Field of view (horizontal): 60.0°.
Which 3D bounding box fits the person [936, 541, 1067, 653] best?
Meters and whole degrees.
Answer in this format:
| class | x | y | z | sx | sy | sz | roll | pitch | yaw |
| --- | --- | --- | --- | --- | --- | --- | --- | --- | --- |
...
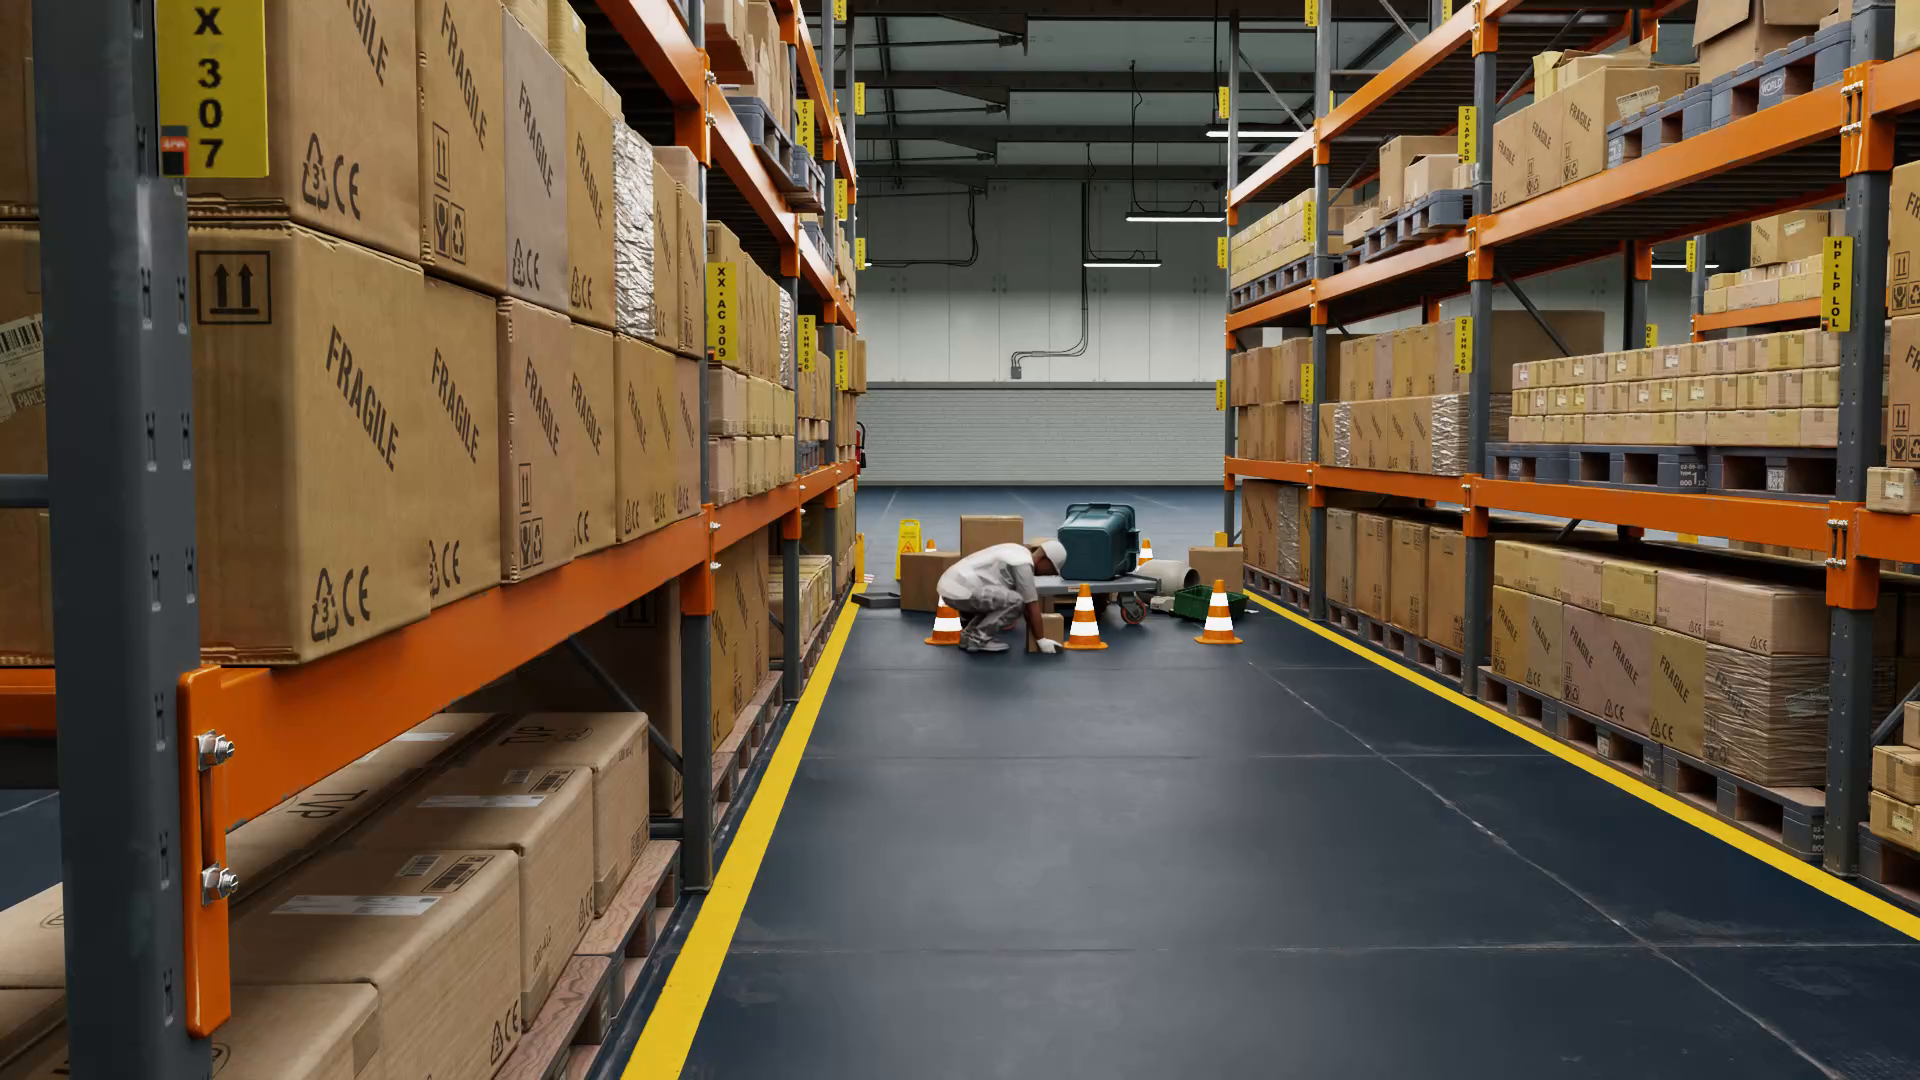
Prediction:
| class | x | y | z | sx | sy | sz | roll | pitch | yaw |
| --- | --- | --- | --- | --- | --- | --- | --- | --- | --- |
| person | 0.303 | 0.445 | 12.037 | 0.948 | 0.876 | 0.558 | 0 | 4 | -4 |
